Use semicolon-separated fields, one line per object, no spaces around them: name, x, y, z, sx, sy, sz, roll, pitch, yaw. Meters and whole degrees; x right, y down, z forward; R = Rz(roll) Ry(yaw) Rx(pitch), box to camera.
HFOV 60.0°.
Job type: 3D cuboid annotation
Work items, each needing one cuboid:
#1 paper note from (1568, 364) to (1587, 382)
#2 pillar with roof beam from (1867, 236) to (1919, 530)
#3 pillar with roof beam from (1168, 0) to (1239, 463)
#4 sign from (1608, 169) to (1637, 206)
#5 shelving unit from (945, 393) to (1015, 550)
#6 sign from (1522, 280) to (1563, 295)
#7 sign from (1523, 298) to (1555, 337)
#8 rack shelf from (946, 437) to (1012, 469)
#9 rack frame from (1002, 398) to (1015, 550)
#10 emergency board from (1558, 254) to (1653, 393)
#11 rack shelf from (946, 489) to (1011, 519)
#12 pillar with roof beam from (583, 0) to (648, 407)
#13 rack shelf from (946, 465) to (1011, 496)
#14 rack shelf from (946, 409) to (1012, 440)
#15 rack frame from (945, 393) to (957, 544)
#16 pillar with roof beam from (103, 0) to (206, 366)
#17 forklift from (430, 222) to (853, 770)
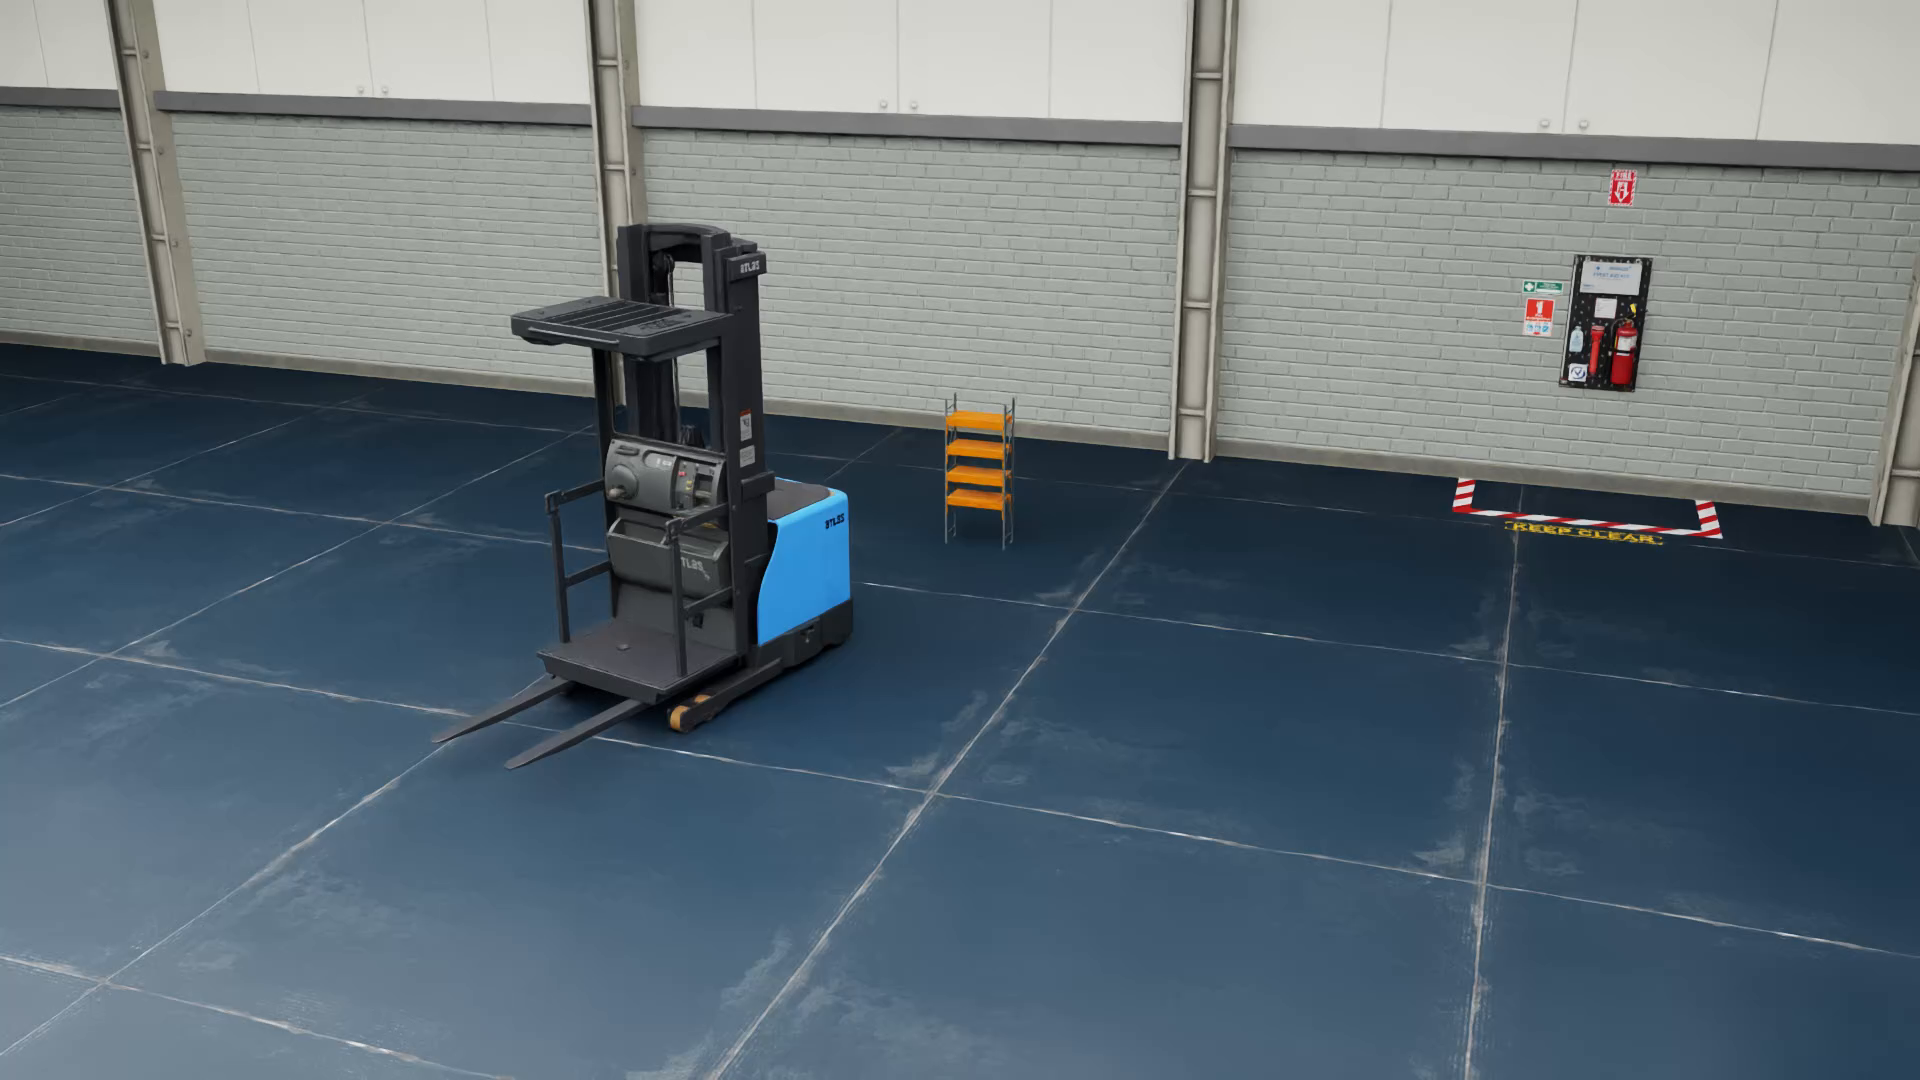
paper note;5.411;-1.466;14.564;0.142;0.148;0.016;7;20;18
pillar with roof beam;6.465;-3.057;8.675;0.400;9.000;9.100;7;20;18
pillar with roof beam;0.797;-3.705;10.534;0.400;9.000;9.100;7;20;18
sign;5.581;-2.968;14.012;0.199;0.298;0.001;7;20;18
shelving unit;0.156;-0.549;13.327;0.503;1.200;0.258;7;20;18
sign;5.069;-2.197;14.463;0.331;0.109;0.001;7;20;18
sign;5.068;-1.950;14.560;0.234;0.329;0.001;7;20;18
rack shelf;0.156;-0.696;13.276;0.480;0.148;0.258;7;20;18
rack frame;0.387;-0.522;13.252;0.015;1.200;0.240;7;20;18
emergency board;5.556;-1.842;14.302;0.643;1.169;0.194;7;20;18
rack shelf;0.156;-0.298;13.415;0.480;0.148;0.258;7;20;18
pillar with roof beam;-4.870;-4.353;12.394;0.400;9.000;9.100;7;20;18
rack shelf;0.156;-0.485;13.350;0.480;0.148;0.258;7;20;18
rack shelf;0.156;-0.920;13.198;0.480;0.148;0.258;7;20;18
rack frame;-0.074;-0.575;13.403;0.015;1.200;0.240;7;20;18
pillar with roof beam;-10.538;-5.001;14.253;0.400;9.000;9.100;7;20;18
forklift;-1.962;-0.379;10.209;1.130;2.935;3.031;12;23;31
